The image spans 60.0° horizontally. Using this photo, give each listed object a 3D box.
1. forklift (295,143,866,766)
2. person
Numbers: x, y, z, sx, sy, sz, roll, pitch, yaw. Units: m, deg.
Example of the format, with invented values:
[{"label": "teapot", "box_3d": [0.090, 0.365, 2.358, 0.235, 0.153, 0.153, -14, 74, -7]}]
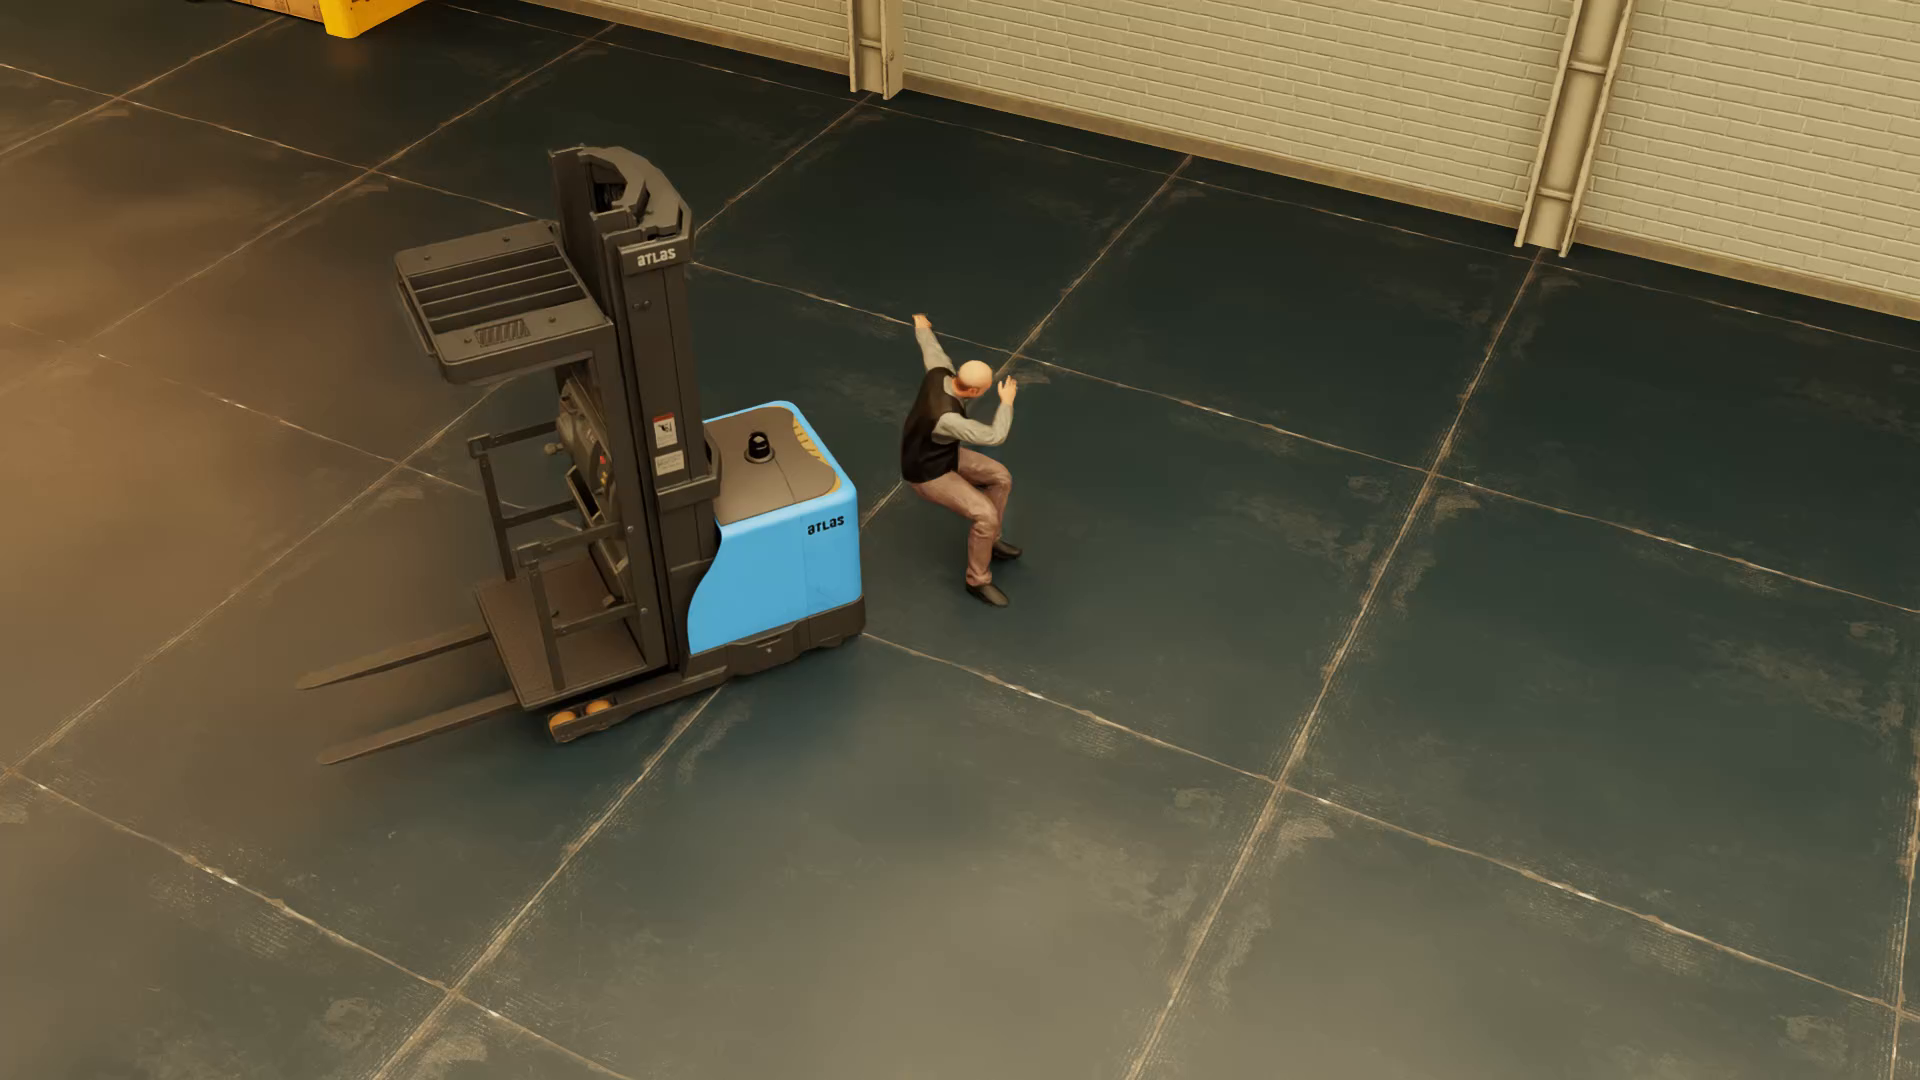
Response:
[{"label": "forklift", "box_3d": [-2.095, -0.423, 8.488, 3.031, 2.935, 1.130, -18, 43, -20]}, {"label": "person", "box_3d": [0.011, -0.566, 9.879, 0.733, 1.401, 1.376, 0, 40, 0]}]
